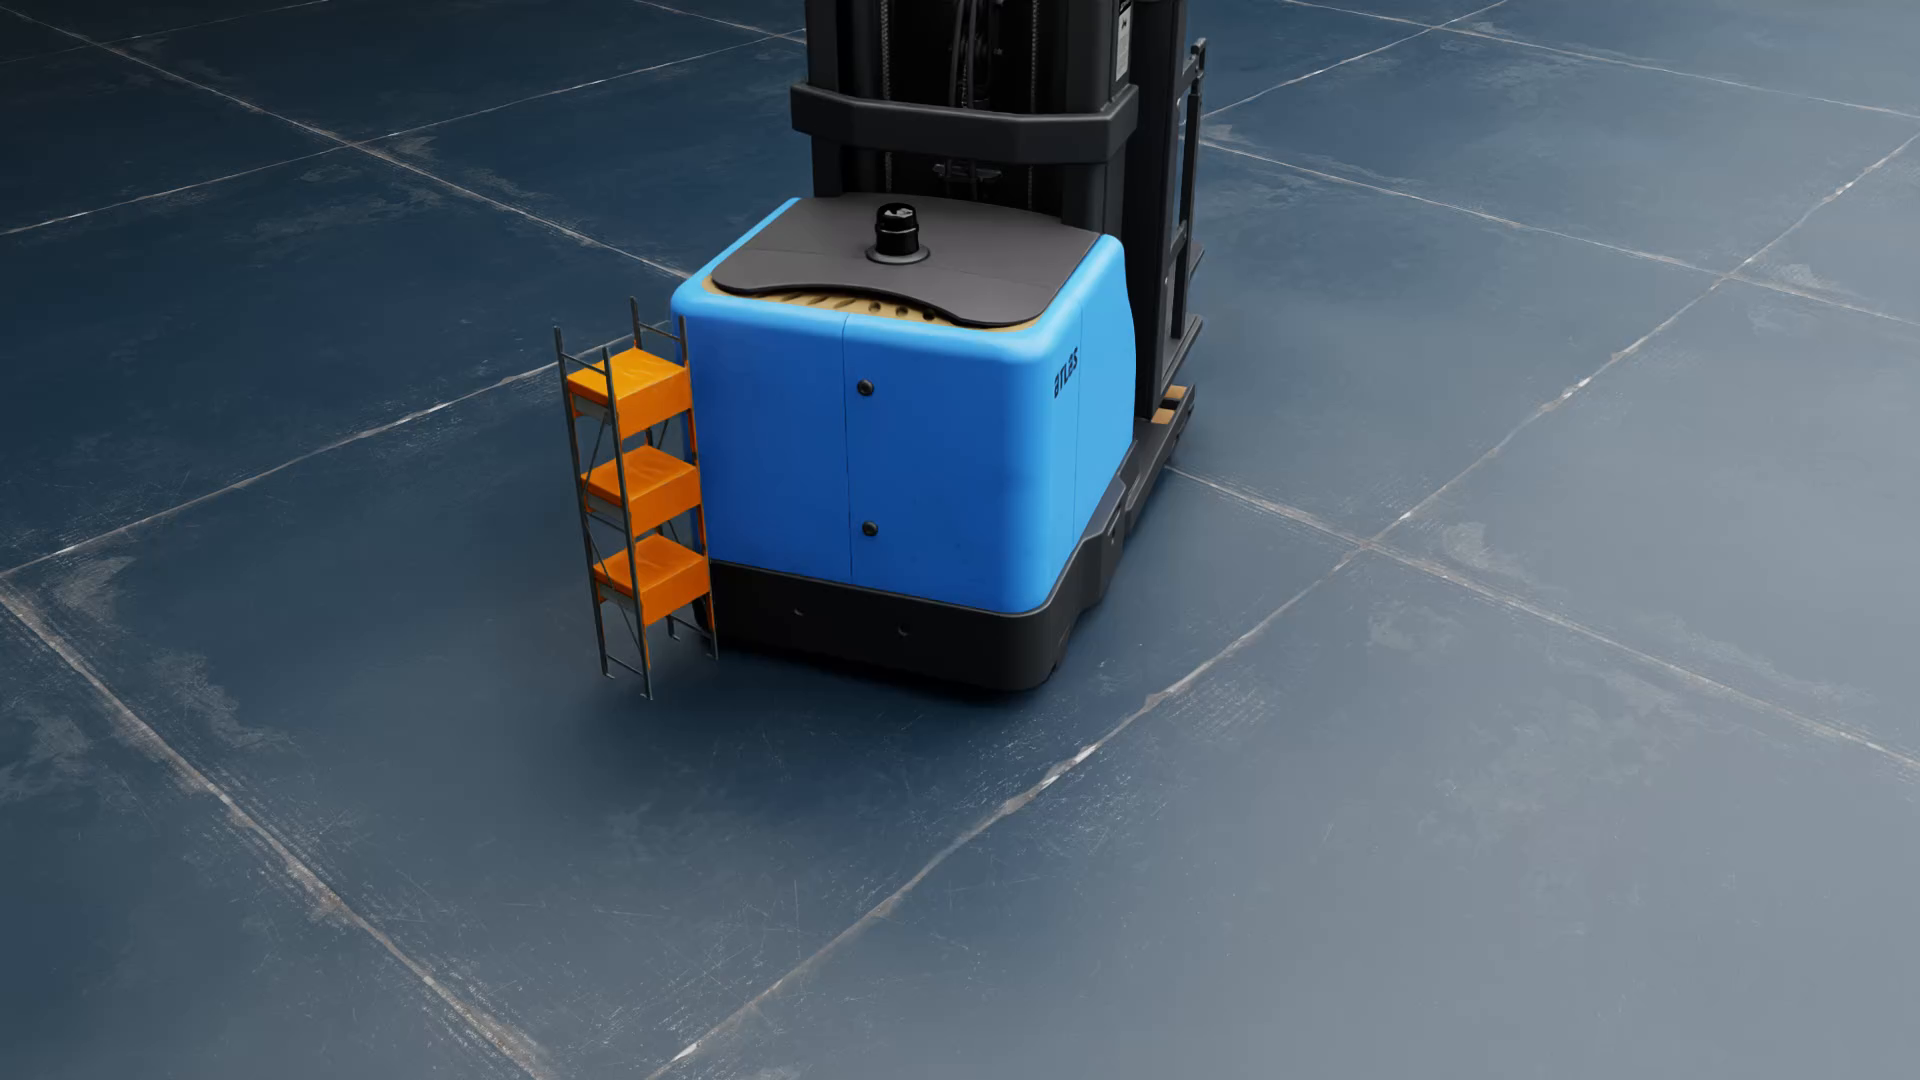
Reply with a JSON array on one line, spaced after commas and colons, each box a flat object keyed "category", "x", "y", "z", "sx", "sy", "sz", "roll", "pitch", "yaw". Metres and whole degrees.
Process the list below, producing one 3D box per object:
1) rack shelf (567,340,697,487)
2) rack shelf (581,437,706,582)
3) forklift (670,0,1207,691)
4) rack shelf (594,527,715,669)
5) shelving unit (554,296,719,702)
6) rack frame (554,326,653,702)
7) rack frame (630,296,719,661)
[{"category": "rack shelf", "x": -0.840, "y": -0.325, "z": 4.241, "sx": 0.215, "sy": 0.259, "sz": 0.240, "roll": 23, "pitch": 38, "yaw": 33}, {"category": "rack shelf", "x": -0.839, "y": -0.083, "z": 4.389, "sx": 0.215, "sy": 0.259, "sz": 0.240, "roll": 23, "pitch": 38, "yaw": 33}, {"category": "forklift", "x": 0.195, "y": -1.602, "z": 5.069, "sx": 1.130, "sy": 2.935, "sz": 3.031, "roll": 10, "pitch": 32, "yaw": 16}, {"category": "rack shelf", "x": -0.838, "y": 0.155, "z": 4.533, "sx": 0.215, "sy": 0.259, "sz": 0.240, "roll": 23, "pitch": 38, "yaw": 33}, {"category": "shelving unit", "x": -0.839, "y": -0.092, "z": 4.383, "sx": 0.215, "sy": 1.050, "sz": 0.252, "roll": 23, "pitch": 38, "yaw": 33}, {"category": "rack frame", "x": -0.917, "y": -0.043, "z": 4.303, "sx": 0.200, "sy": 1.050, "sz": 0.008, "roll": 23, "pitch": 38, "yaw": 33}, {"category": "rack frame", "x": -0.761, "y": -0.141, "z": 4.463, "sx": 0.200, "sy": 1.050, "sz": 0.008, "roll": 23, "pitch": 38, "yaw": 33}]
